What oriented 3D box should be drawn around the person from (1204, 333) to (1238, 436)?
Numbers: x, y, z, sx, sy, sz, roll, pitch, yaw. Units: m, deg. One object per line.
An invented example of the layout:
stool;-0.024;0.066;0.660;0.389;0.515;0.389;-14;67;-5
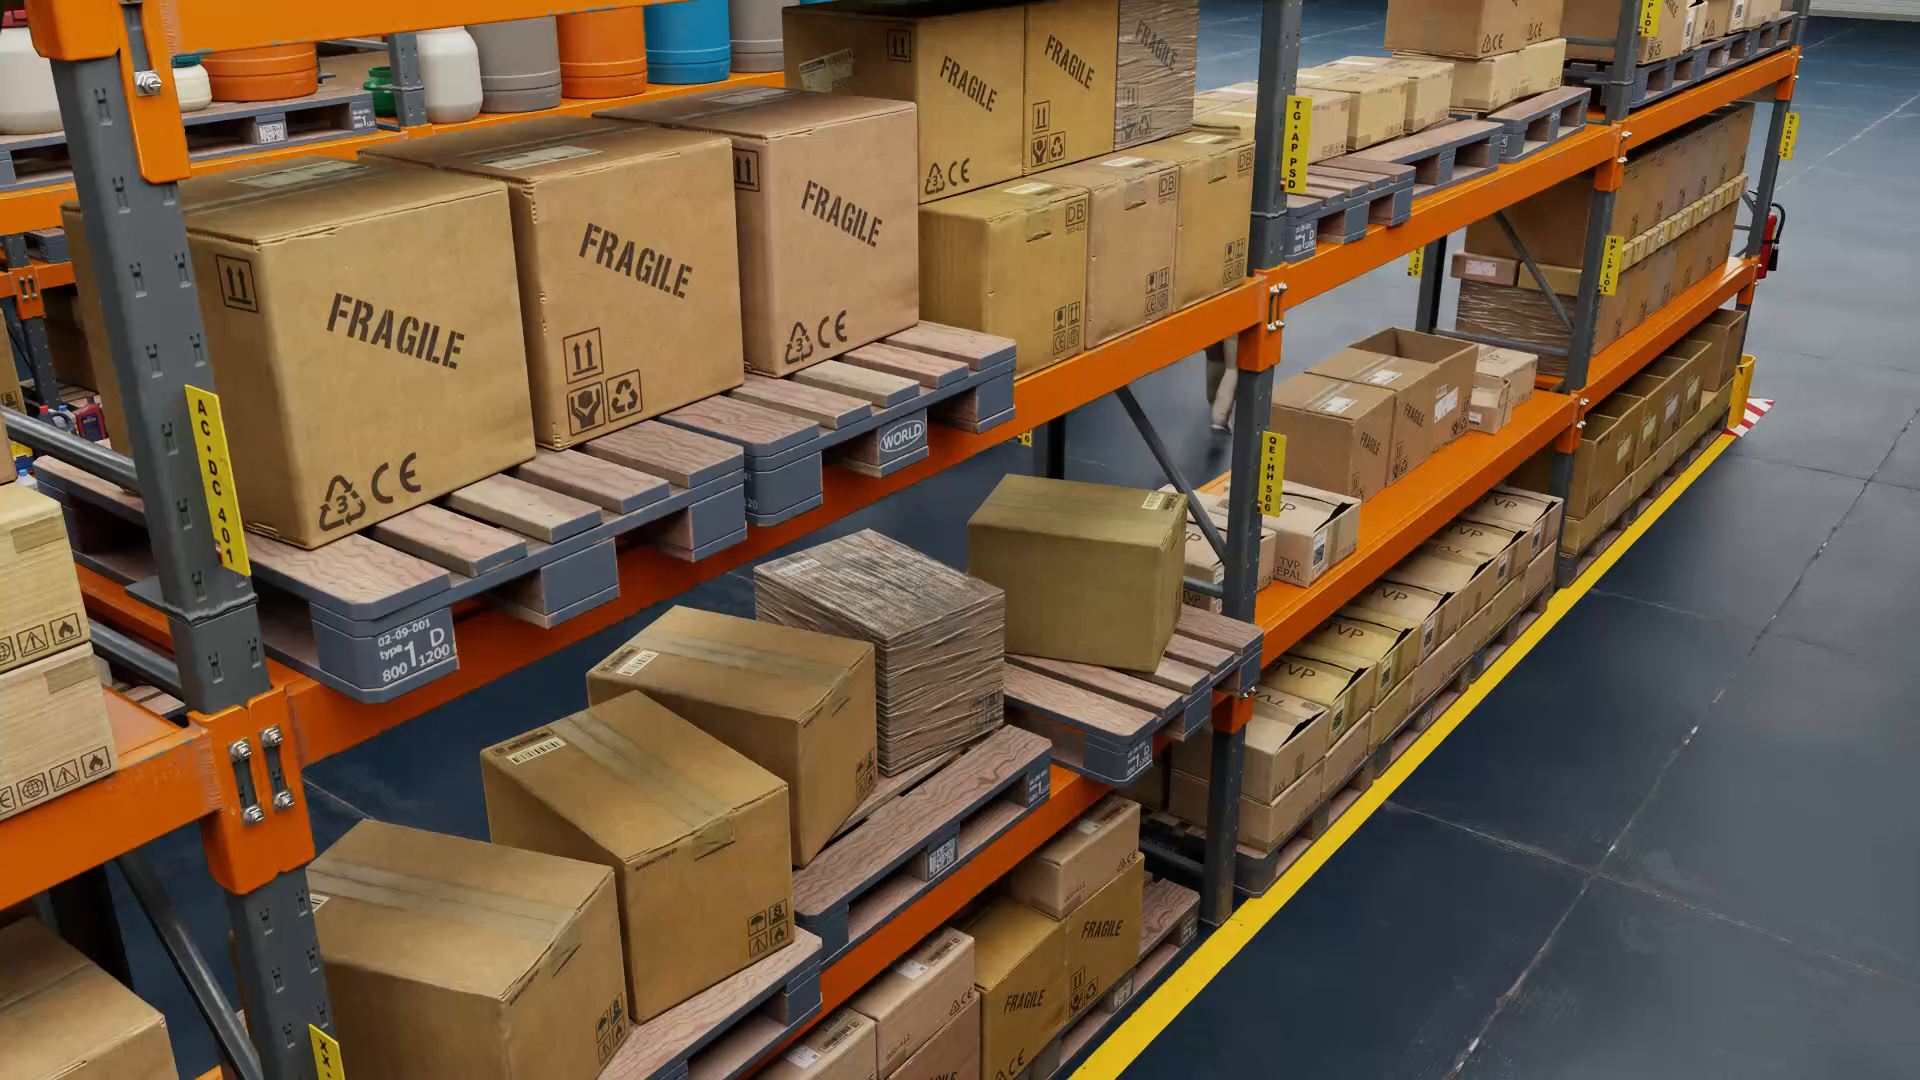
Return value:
person;2.002;-1.636;12.404;0.539;1.679;0.994;10;25;21
